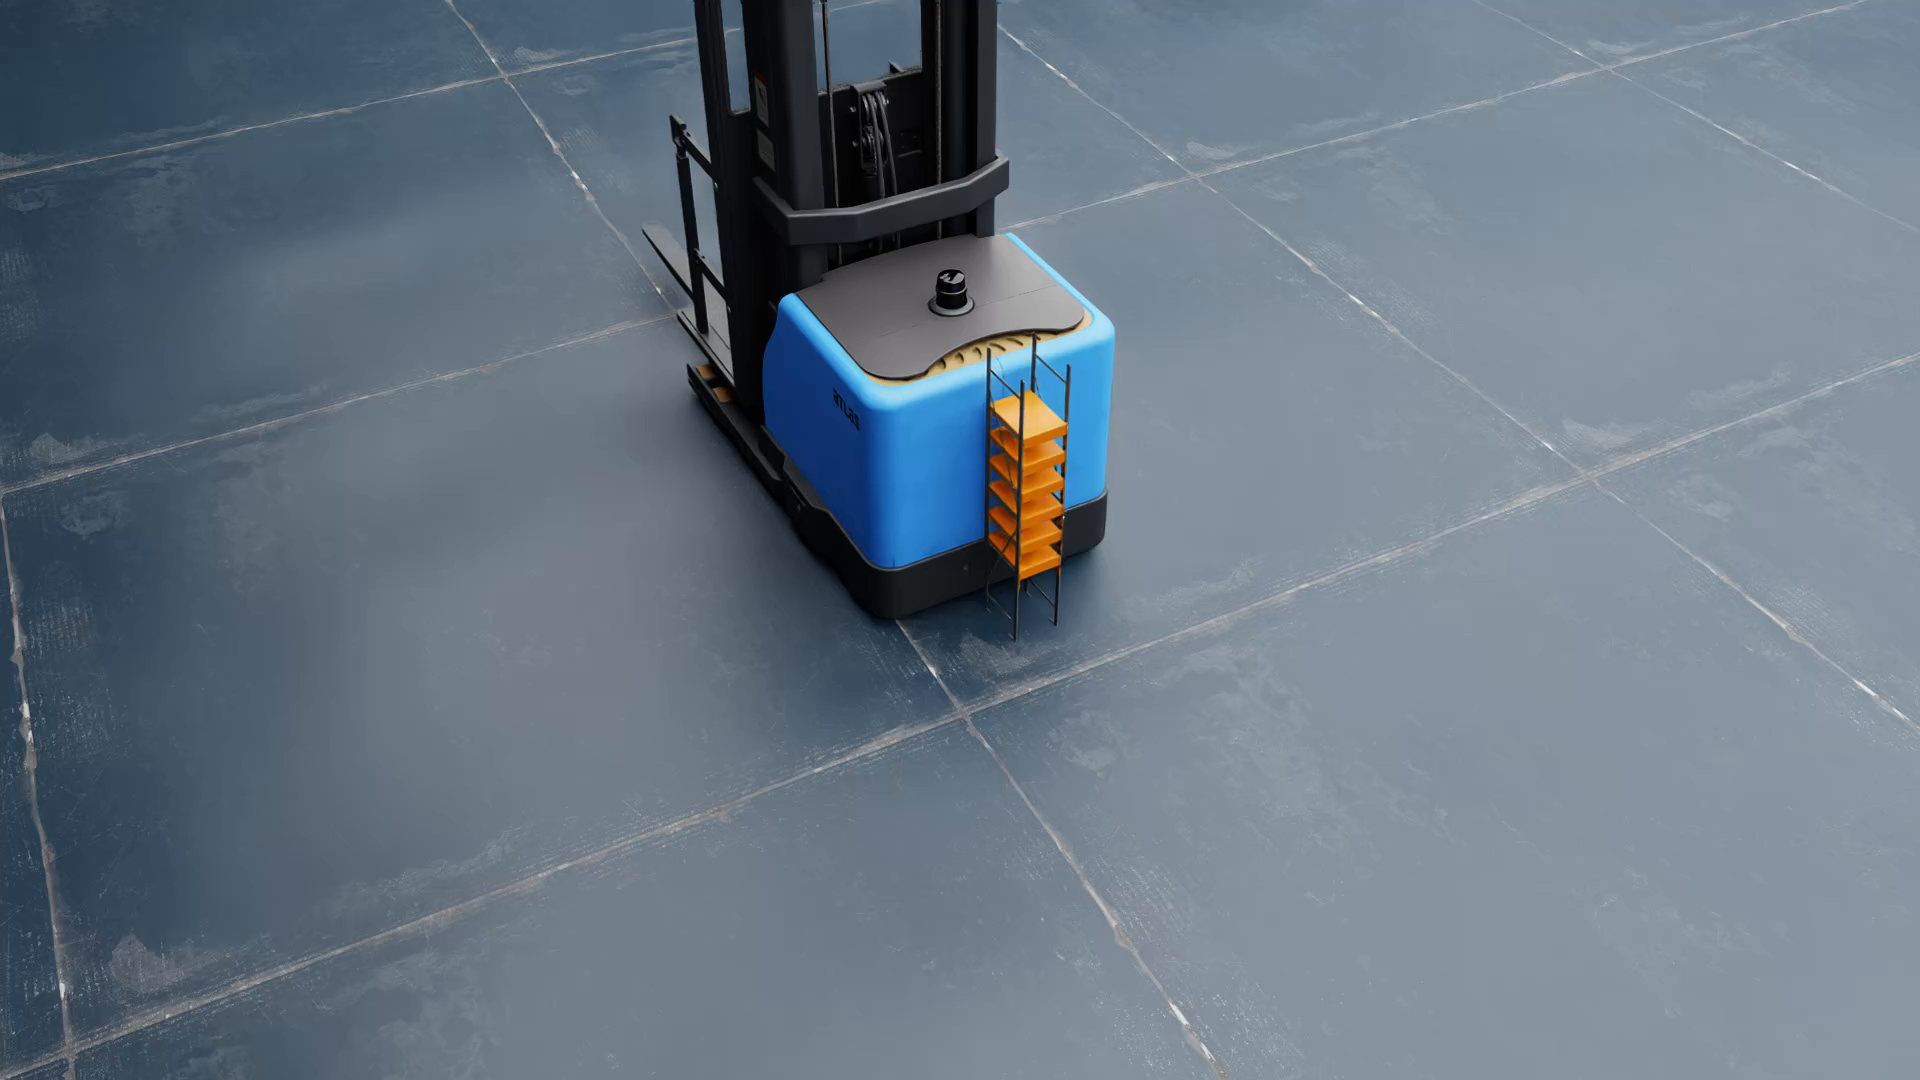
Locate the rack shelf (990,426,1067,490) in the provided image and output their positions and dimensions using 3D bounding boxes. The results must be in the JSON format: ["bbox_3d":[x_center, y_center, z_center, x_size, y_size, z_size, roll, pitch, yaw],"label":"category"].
[{"bbox_3d":[0.233,-0.313,5.888,0.180,0.103,0.258,-20,44,-22],"label":"rack shelf"}]

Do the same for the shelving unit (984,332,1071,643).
[{"bbox_3d":[0.233,-0.164,6.014,0.189,1.200,0.258,-20,44,-22],"label":"shelving unit"}]

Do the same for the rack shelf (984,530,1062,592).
[{"bbox_3d":[0.233,0.054,6.198,0.180,0.103,0.258,-20,44,-22],"label":"rack shelf"}]

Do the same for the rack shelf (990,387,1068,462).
[{"bbox_3d":[0.233,-0.404,5.811,0.180,0.103,0.258,-20,44,-22],"label":"rack shelf"}]

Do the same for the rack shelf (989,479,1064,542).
[{"bbox_3d":[0.233,-0.130,6.043,0.180,0.103,0.258,-20,44,-22],"label":"rack shelf"}]

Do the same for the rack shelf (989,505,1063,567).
[{"bbox_3d":[0.233,-0.038,6.121,0.180,0.103,0.258,-20,44,-22],"label":"rack shelf"}]

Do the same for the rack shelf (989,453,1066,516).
[{"bbox_3d":[0.233,-0.221,5.966,0.180,0.103,0.258,-20,44,-22],"label":"rack shelf"}]

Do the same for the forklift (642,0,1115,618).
[{"bbox_3d":[-0.564,-1.764,6.565,1.130,2.935,3.031,-19,44,-21],"label":"forklift"}]

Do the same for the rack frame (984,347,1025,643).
[{"bbox_3d":[0.154,-0.134,5.980,0.006,1.200,0.240,-20,44,-22],"label":"rack frame"}]

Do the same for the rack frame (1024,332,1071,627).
[{"bbox_3d":[0.312,-0.193,6.049,0.006,1.200,0.240,-20,44,-22],"label":"rack frame"}]
